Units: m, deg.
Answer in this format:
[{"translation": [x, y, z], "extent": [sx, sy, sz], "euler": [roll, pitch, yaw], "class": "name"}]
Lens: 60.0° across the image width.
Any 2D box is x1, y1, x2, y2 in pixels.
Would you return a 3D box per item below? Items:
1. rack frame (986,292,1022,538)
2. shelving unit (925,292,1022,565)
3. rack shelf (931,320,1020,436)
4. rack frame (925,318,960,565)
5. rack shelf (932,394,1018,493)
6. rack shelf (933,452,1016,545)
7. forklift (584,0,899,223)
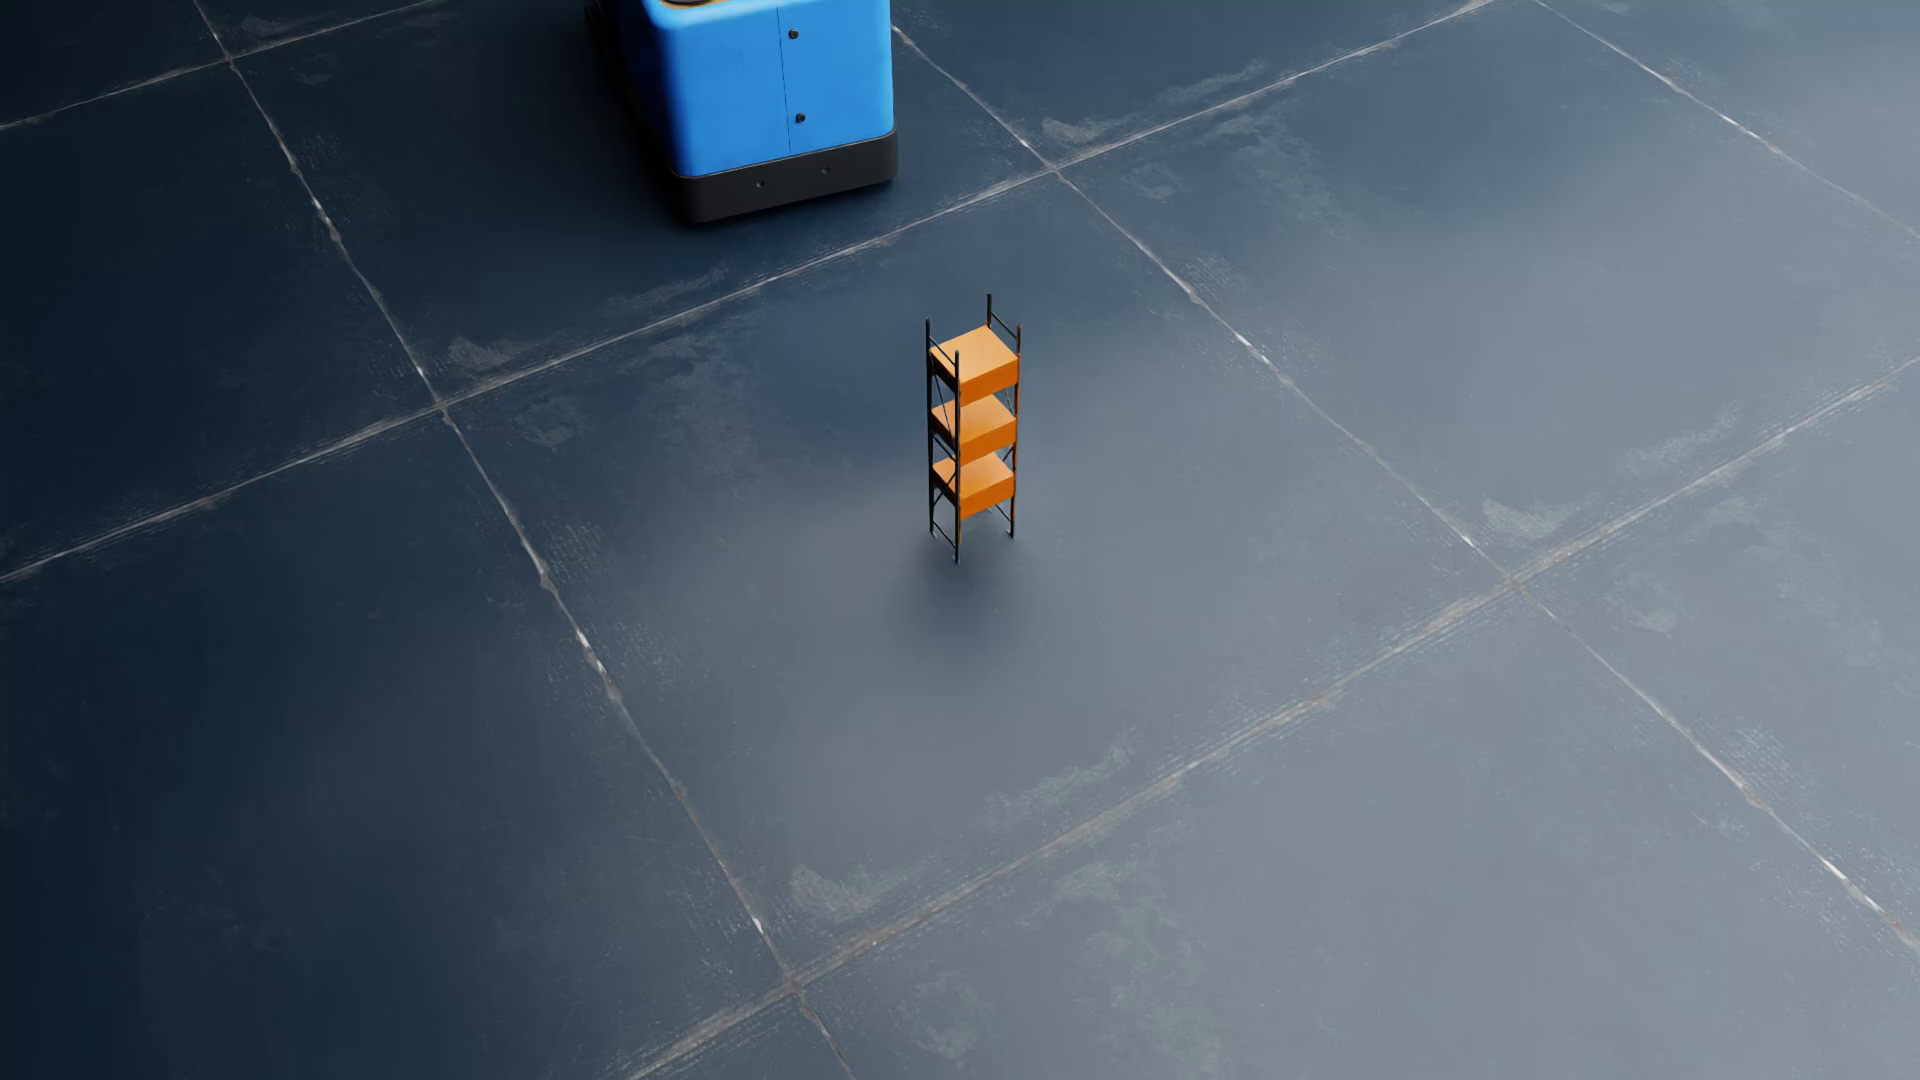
[{"translation": [0.148, -0.419, 5.920], "extent": [0.008, 1.050, 0.200], "euler": [-25, 53, -21], "class": "rack frame"}, {"translation": [0.045, -0.370, 5.877], "extent": [0.252, 1.050, 0.215], "euler": [-25, 53, -21], "class": "shelving unit"}, {"translation": [0.045, -0.552, 5.673], "extent": [0.240, 0.259, 0.215], "euler": [-25, 53, -21], "class": "rack shelf"}, {"translation": [-0.058, -0.322, 5.834], "extent": [0.008, 1.050, 0.200], "euler": [-25, 53, -21], "class": "rack frame"}, {"translation": [0.045, -0.363, 5.885], "extent": [0.240, 0.259, 0.215], "euler": [-25, 53, -21], "class": "rack shelf"}, {"translation": [0.045, -0.179, 6.092], "extent": [0.240, 0.259, 0.215], "euler": [-25, 53, -21], "class": "rack shelf"}, {"translation": [-1.275, -3.513, 7.416], "extent": [1.130, 2.935, 3.031], "euler": [-16, 50, -14], "class": "forklift"}]
